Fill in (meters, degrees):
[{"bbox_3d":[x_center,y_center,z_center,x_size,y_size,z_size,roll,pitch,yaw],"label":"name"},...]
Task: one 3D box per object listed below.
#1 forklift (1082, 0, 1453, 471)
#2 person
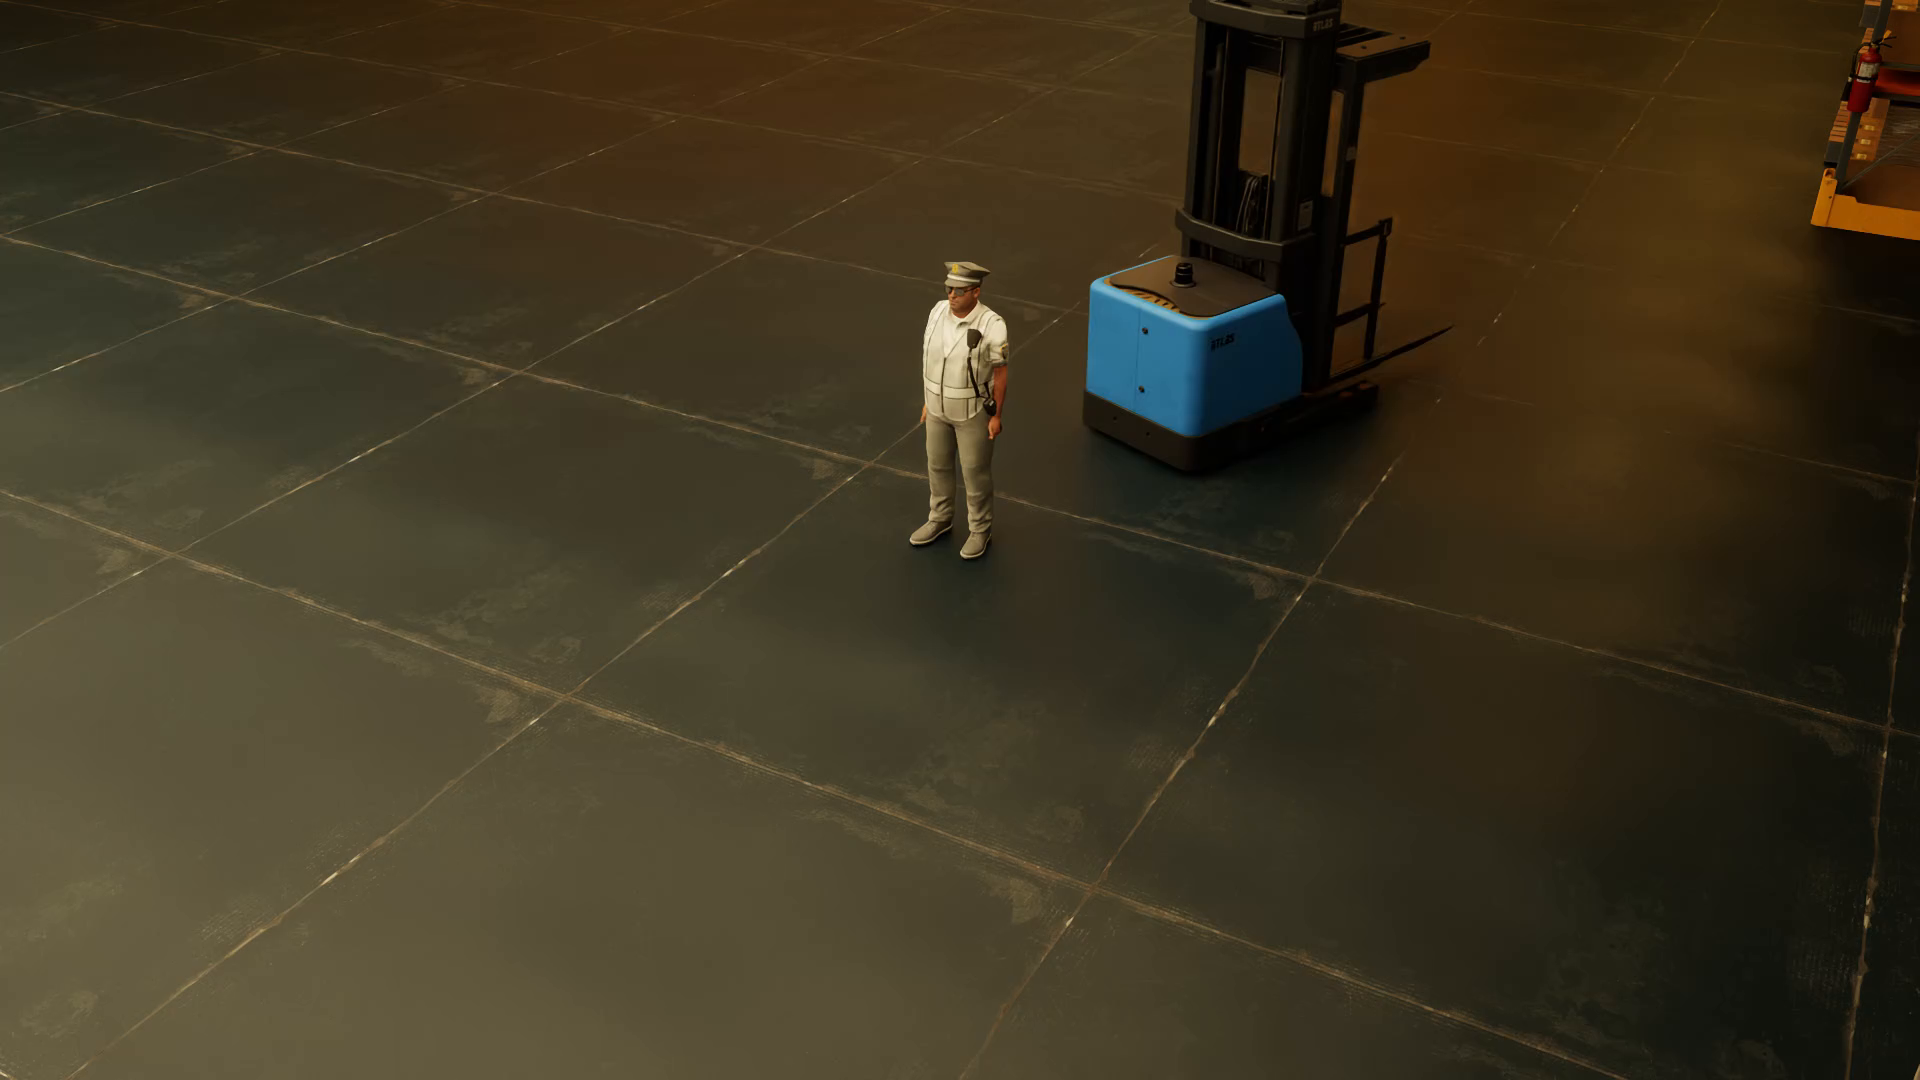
[{"bbox_3d":[2.283,-2.312,11.077,3.031,2.935,1.130,-23,37,-34],"label":"forklift"},{"bbox_3d":[0.002,-0.763,9.554,0.524,1.776,0.407,15,33,25],"label":"person"}]
